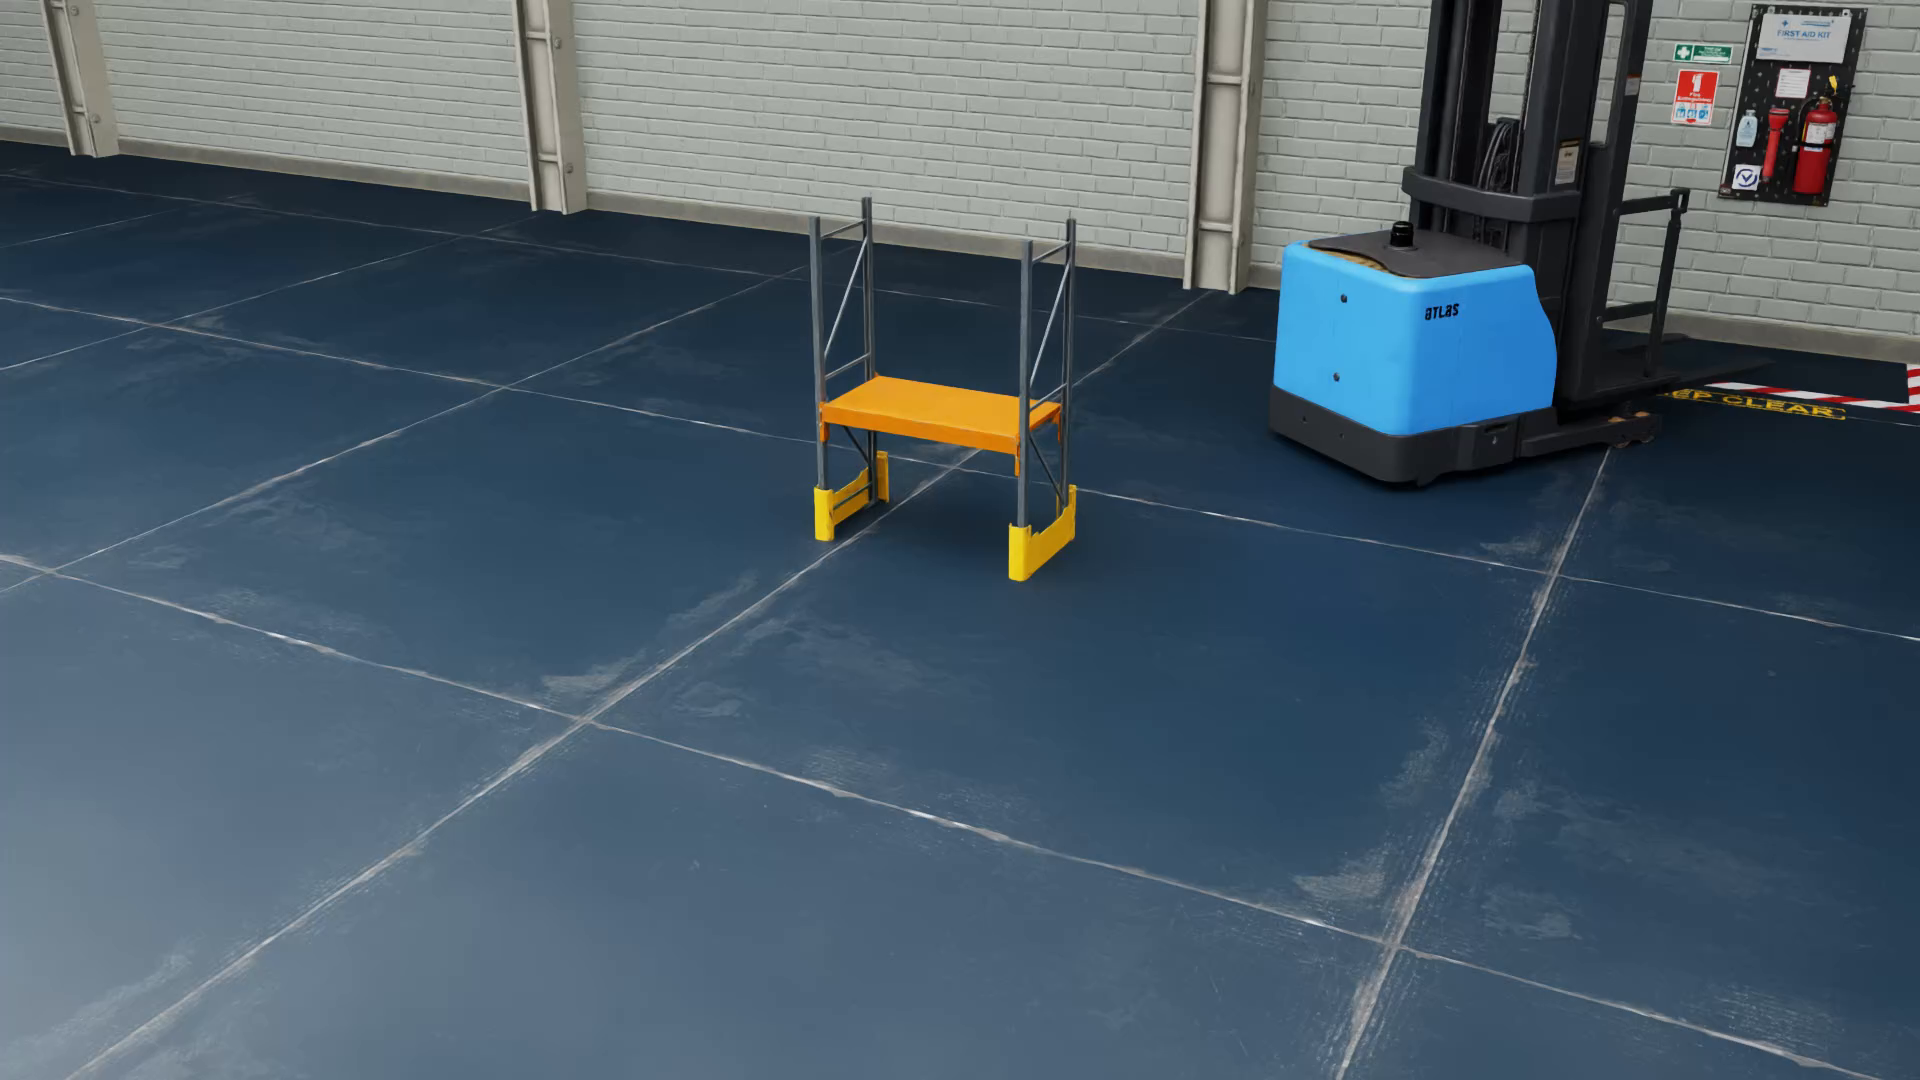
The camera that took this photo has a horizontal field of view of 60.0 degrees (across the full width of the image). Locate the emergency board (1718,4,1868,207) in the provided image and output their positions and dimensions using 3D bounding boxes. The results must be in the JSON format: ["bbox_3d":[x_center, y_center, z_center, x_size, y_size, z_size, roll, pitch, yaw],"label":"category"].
[{"bbox_3d":[5.024,-2.608,10.050,0.643,1.169,0.194,11,25,25],"label":"emergency board"}]

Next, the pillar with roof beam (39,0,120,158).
[{"bbox_3d":[-10.794,-6.594,11.757,0.400,9.000,9.100,11,25,25],"label":"pillar with roof beam"}]

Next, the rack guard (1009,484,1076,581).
[{"bbox_3d":[0.376,-0.041,7.526,0.087,0.250,0.587,11,25,25],"label":"rack guard"}]

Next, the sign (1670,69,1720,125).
[{"bbox_3d":[4.577,-2.758,10.357,0.234,0.329,0.001,11,25,25],"label":"sign"}]

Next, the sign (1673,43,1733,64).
[{"bbox_3d":[4.577,-2.998,10.244,0.331,0.109,0.001,11,25,25],"label":"sign"}]

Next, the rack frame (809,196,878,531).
[{"bbox_3d":[-0.530,-0.795,7.703,0.032,1.500,0.500,11,25,25],"label":"rack frame"}]

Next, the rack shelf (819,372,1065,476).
[{"bbox_3d":[-0.076,-0.540,7.562,1.000,0.185,0.538,11,25,25],"label":"rack shelf"}]

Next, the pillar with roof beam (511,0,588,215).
[{"bbox_3d":[-5.440,-5.535,9.266,0.400,9.000,9.100,11,25,25],"label":"pillar with roof beam"}]

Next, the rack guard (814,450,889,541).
[{"bbox_3d":[-0.512,-0.216,7.940,0.087,0.250,0.587,11,25,25],"label":"rack guard"}]

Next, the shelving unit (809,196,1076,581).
[{"bbox_3d":[-0.068,-0.704,7.488,1.083,1.500,0.587,11,25,25],"label":"shelving unit"}]

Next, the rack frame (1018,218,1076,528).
[{"bbox_3d":[0.378,-0.615,7.281,0.032,1.500,0.500,11,25,25],"label":"rack frame"}]

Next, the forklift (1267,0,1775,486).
[{"bbox_3d":[3.213,-2.010,8.732,3.031,2.935,1.130,-12,26,-25],"label":"forklift"}]

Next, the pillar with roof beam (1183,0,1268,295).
[{"bbox_3d":[-0.085,-4.475,6.774,0.400,9.000,9.100,11,25,25],"label":"pillar with roof beam"}]

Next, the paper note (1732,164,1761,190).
[{"bbox_3d":[4.897,-2.258,10.353,0.142,0.148,0.016,11,25,25],"label":"paper note"}]
